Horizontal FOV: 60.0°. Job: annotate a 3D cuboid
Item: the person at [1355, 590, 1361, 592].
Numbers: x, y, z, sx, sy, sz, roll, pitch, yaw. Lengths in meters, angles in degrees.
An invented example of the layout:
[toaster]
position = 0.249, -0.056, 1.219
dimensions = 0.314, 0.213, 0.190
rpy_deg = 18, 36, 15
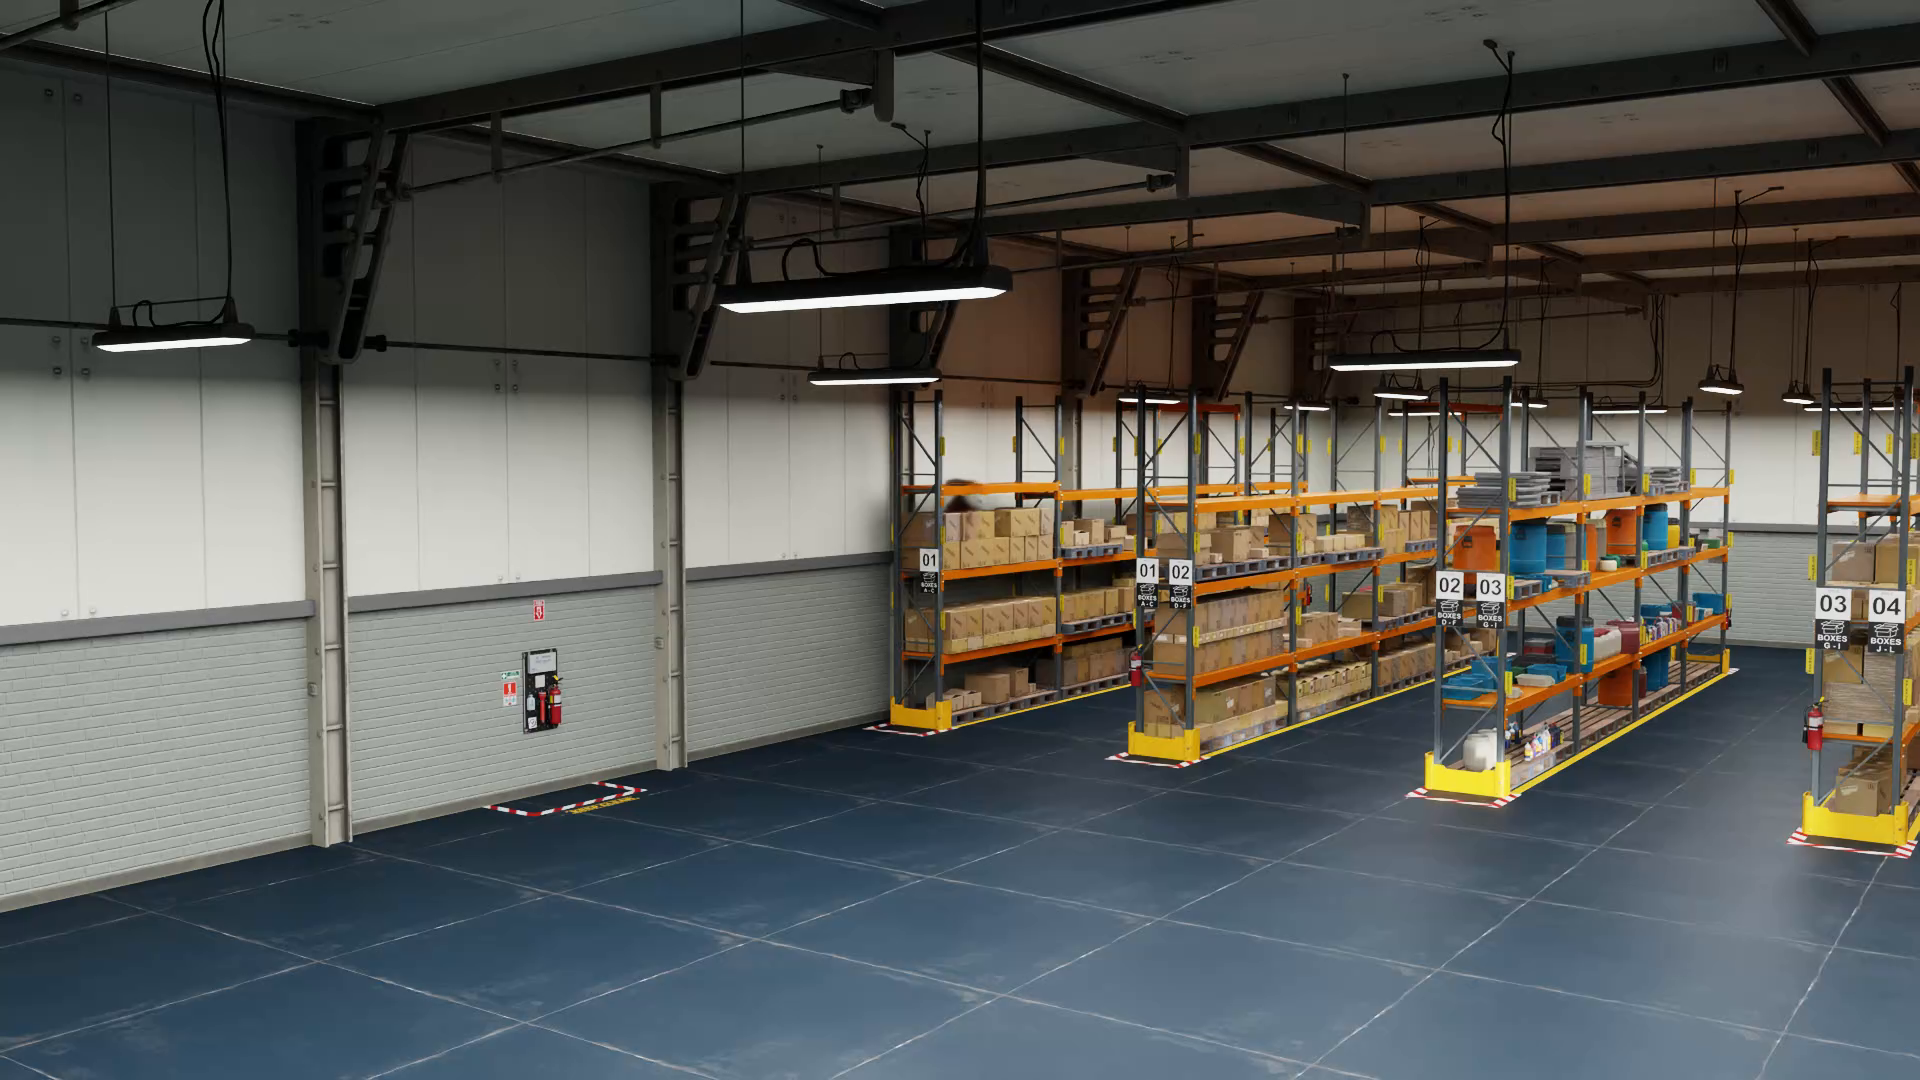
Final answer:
[person]
position = 8.946, 1.991, 37.582
dimensions = 0.557, 1.730, 1.060
rpy_deg = 2, 4, 33
